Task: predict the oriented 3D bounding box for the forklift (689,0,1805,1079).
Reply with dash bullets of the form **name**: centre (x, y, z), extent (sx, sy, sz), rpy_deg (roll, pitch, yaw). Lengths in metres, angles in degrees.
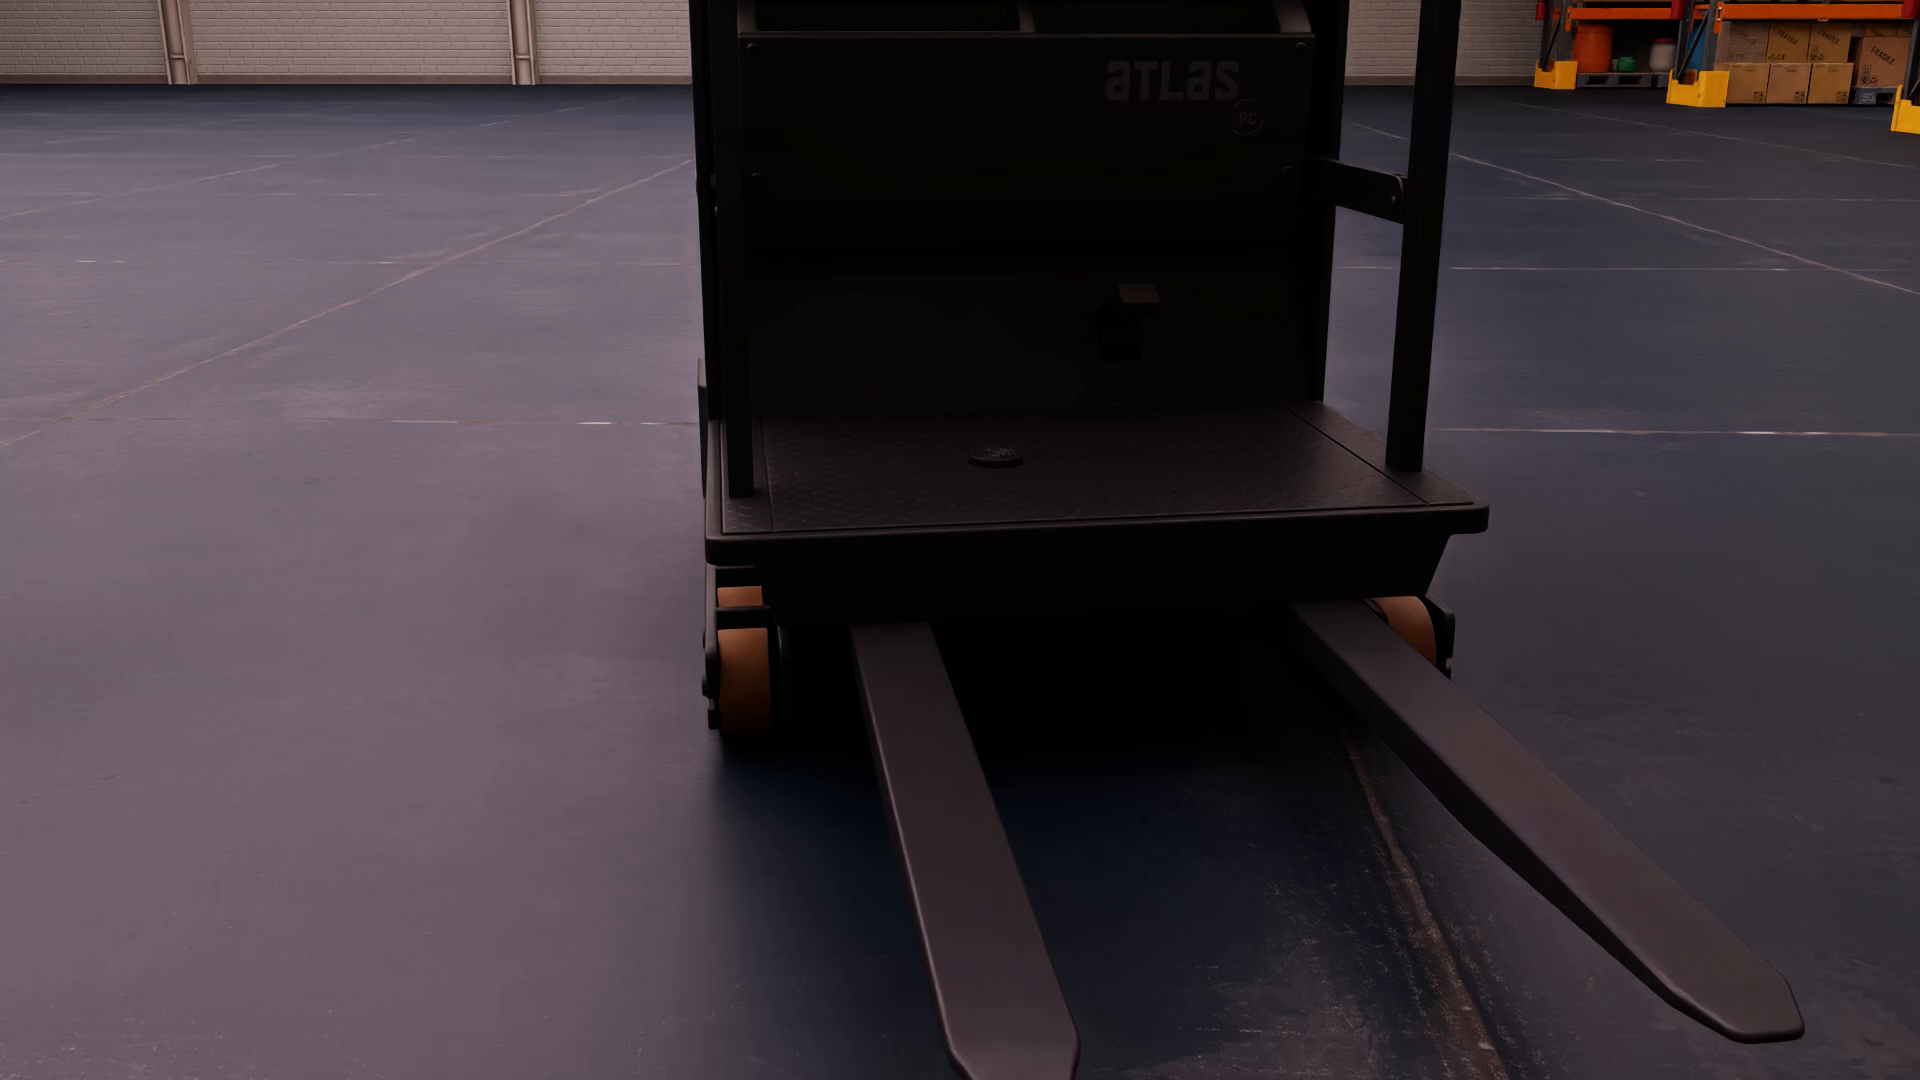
- **forklift**: centre (0.139, -1.220, 2.358), extent (1.130, 2.935, 3.031), rpy_deg (-2, 17, -8)
